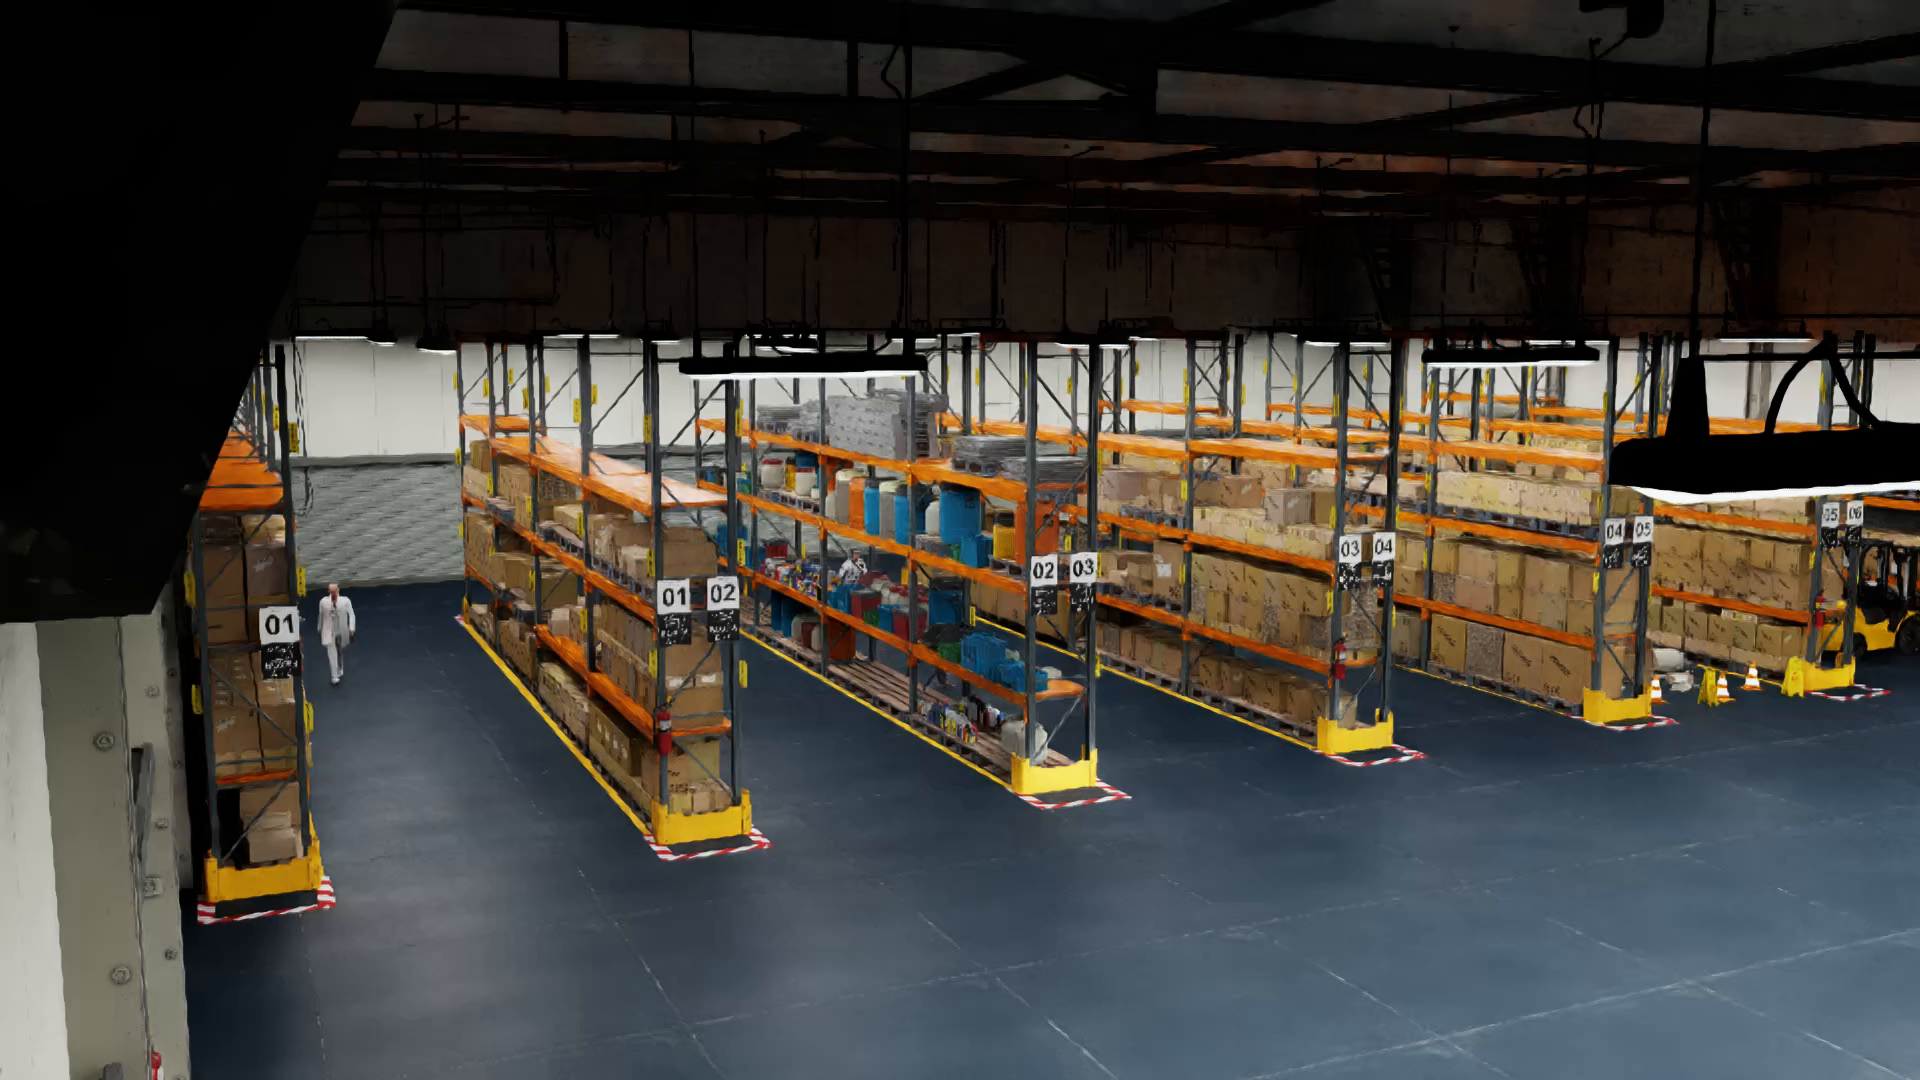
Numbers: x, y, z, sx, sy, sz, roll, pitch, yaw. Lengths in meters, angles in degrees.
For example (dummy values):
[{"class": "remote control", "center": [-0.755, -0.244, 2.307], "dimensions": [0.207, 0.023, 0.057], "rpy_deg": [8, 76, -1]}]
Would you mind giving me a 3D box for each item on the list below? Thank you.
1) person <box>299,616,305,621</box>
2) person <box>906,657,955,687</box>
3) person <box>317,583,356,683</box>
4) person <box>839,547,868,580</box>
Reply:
[{"class": "person", "center": [-14.002, 0.935, 34.380], "dimensions": [0.572, 1.530, 0.769], "rpy_deg": [-7, 11, -44]}, {"class": "person", "center": [-0.546, 1.718, 28.384], "dimensions": [0.621, 1.593, 0.826], "rpy_deg": [-7, 10, -41]}, {"class": "person", "center": [-10.811, 1.589, 28.864], "dimensions": [0.600, 1.725, 1.071], "rpy_deg": [-4, 9, -26]}, {"class": "person", "center": [-2.195, 0.927, 34.212], "dimensions": [0.639, 1.628, 0.491], "rpy_deg": [-4, 9, -27]}]
